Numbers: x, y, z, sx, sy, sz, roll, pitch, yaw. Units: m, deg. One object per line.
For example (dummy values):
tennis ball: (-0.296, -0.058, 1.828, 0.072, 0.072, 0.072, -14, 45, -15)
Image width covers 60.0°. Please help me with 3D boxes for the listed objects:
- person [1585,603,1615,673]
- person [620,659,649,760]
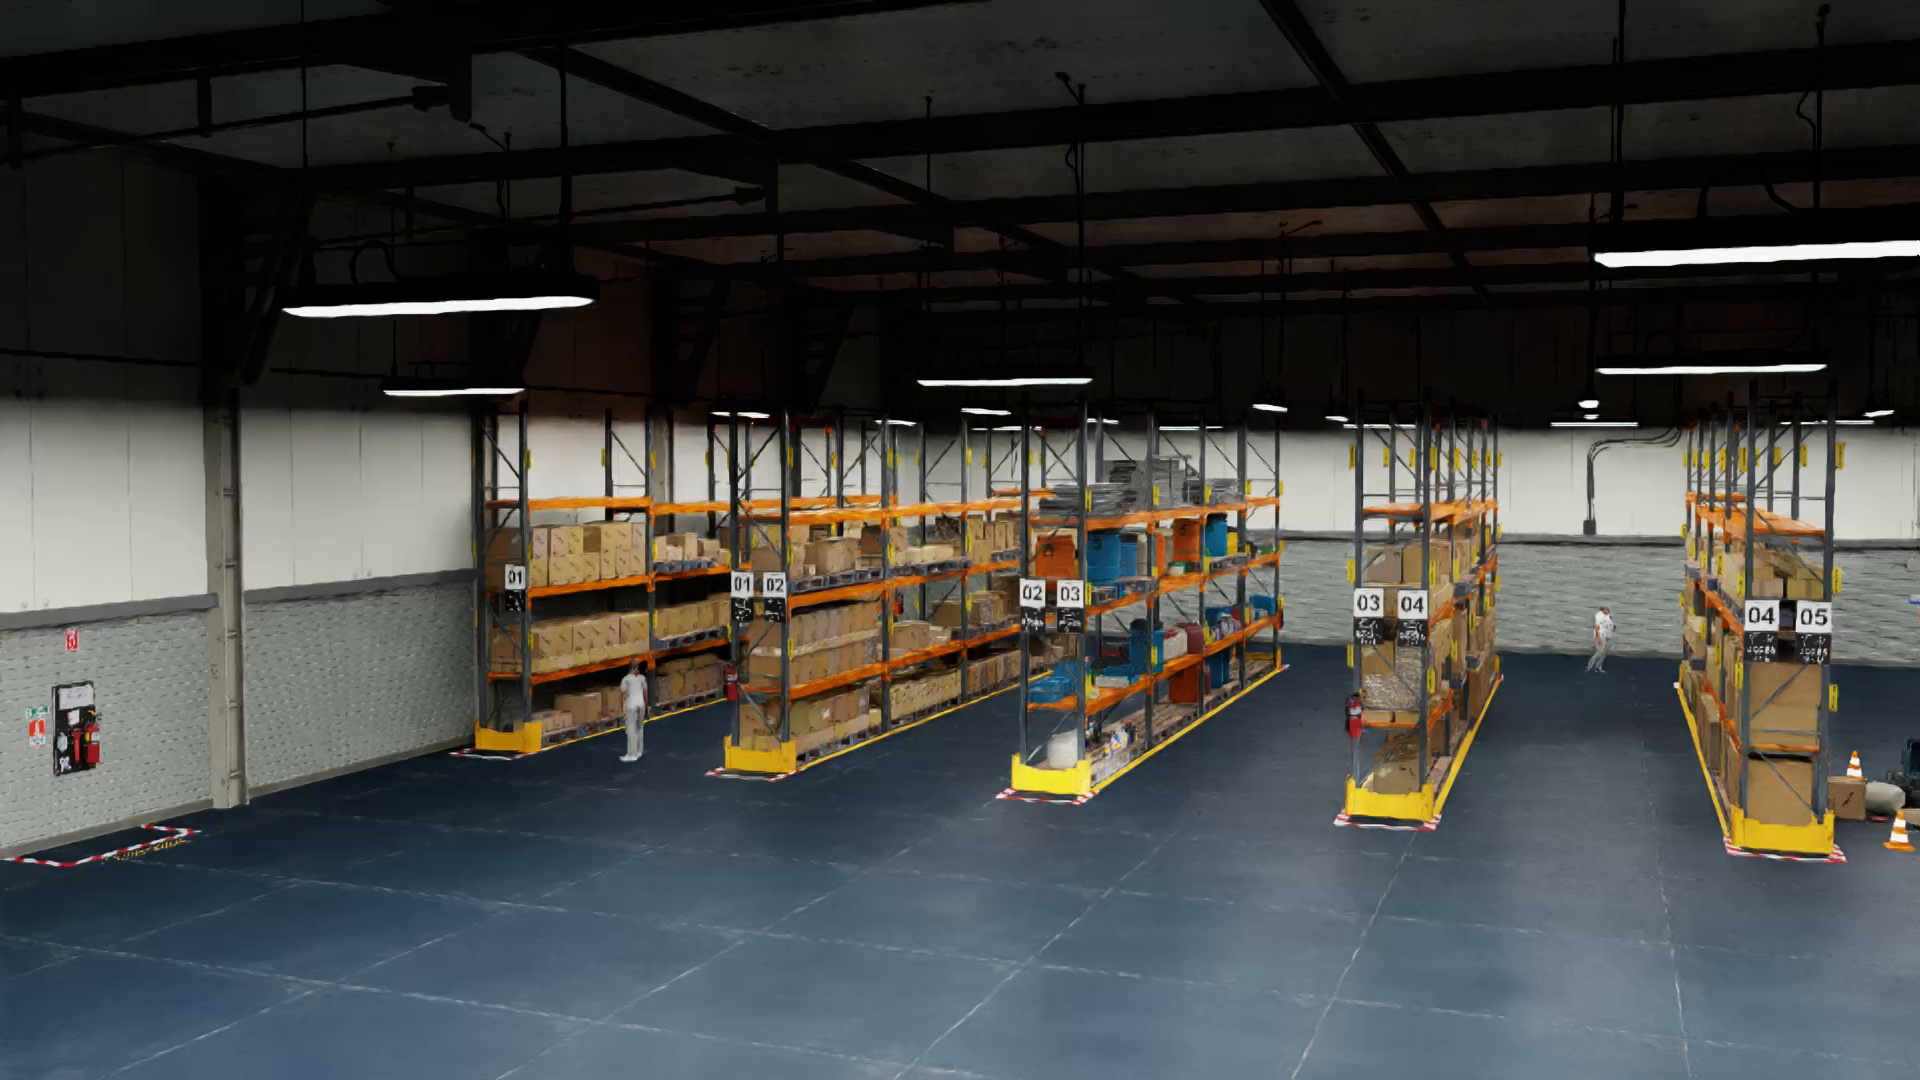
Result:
person: (14.909, 2.281, 38.772, 0.655, 1.656, 0.480, -2, 3, -37)
person: (-5.447, 2.802, 27.715, 0.564, 1.666, 0.564, -2, 4, -39)
